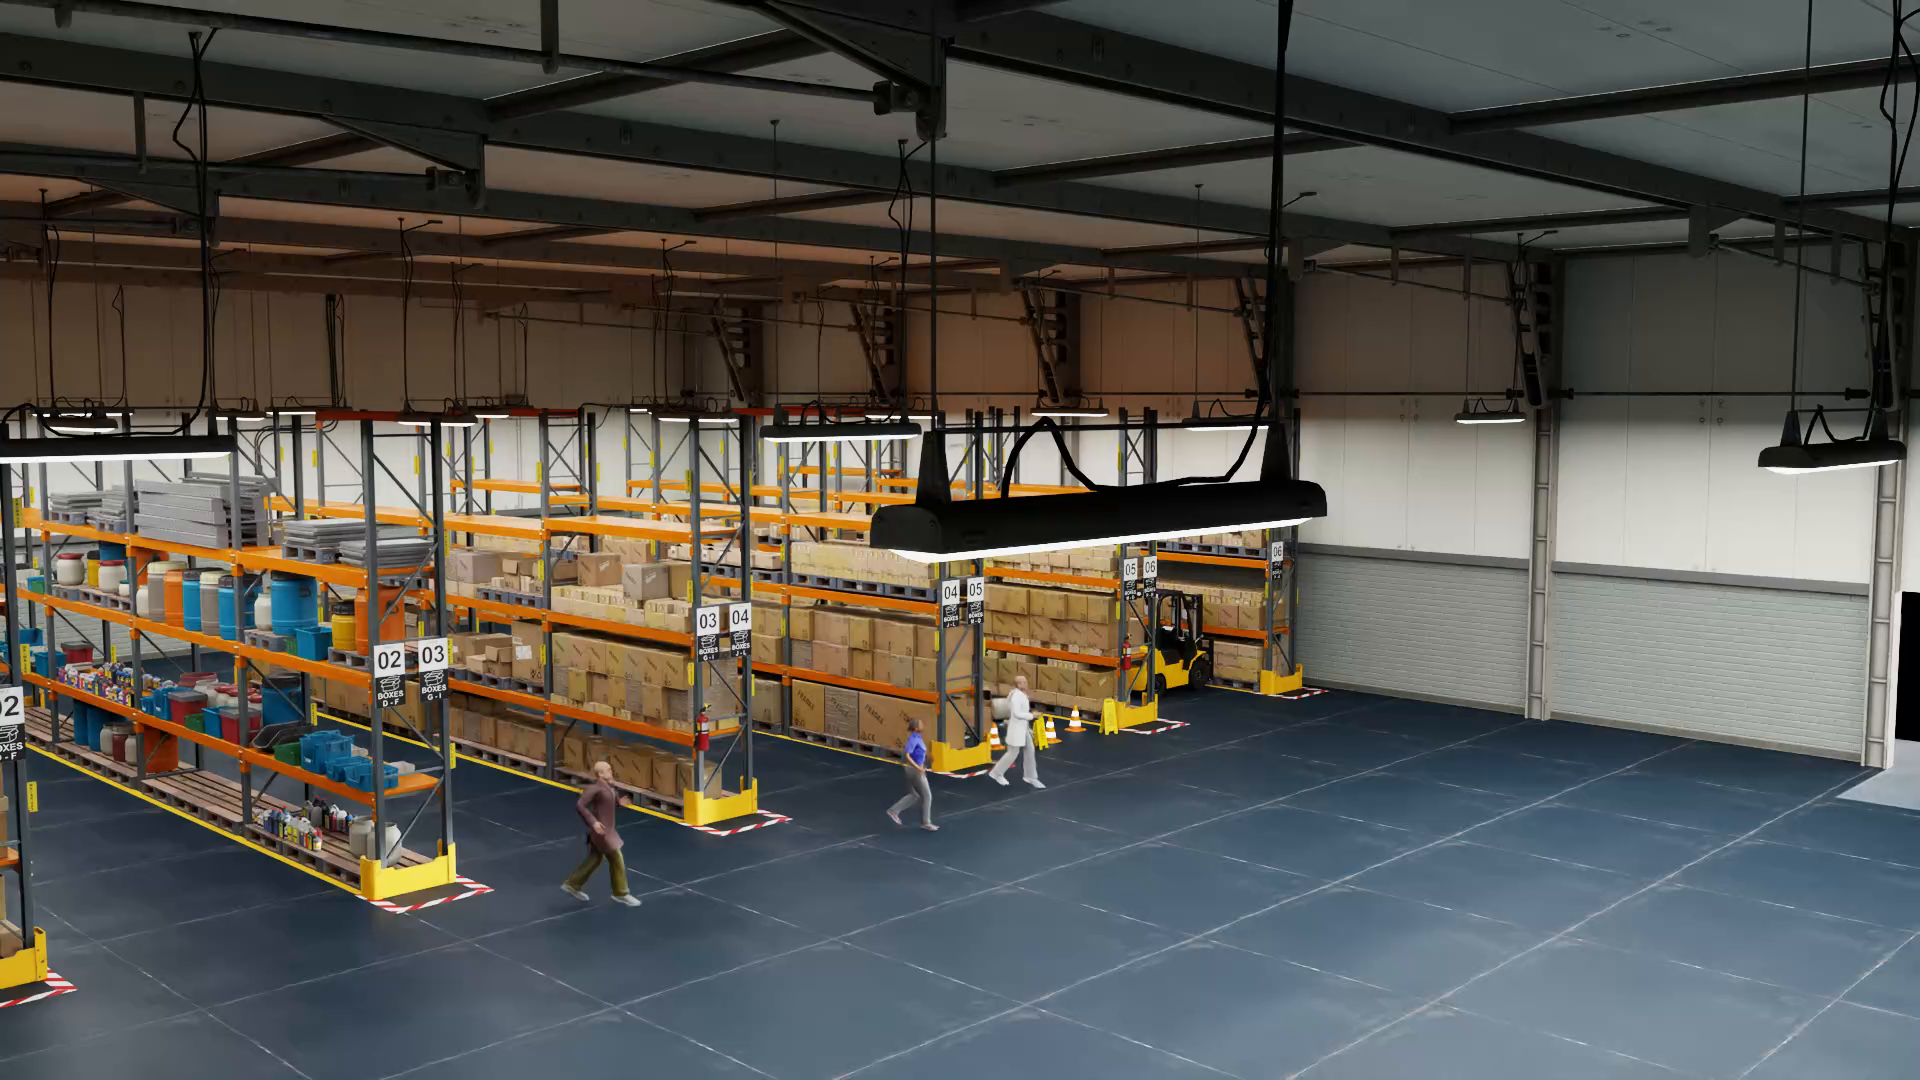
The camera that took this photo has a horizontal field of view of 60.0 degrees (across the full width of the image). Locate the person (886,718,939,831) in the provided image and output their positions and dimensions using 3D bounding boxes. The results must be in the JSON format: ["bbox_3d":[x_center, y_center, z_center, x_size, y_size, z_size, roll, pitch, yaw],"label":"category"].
[{"bbox_3d":[-0.665,3.387,24.031,0.740,1.661,0.582,-1,5,-8],"label":"person"}]

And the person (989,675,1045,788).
[{"bbox_3d":[0.914,3.080,26.692,0.897,1.840,0.738,1,5,12],"label":"person"}]

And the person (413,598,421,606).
[{"bbox_3d":[-12.735,2.051,38.872,0.571,1.659,0.852,2,5,19],"label":"person"}]

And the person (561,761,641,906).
[{"bbox_3d":[-4.447,3.620,20.542,0.979,1.815,0.680,-1,5,-8],"label":"person"}]
